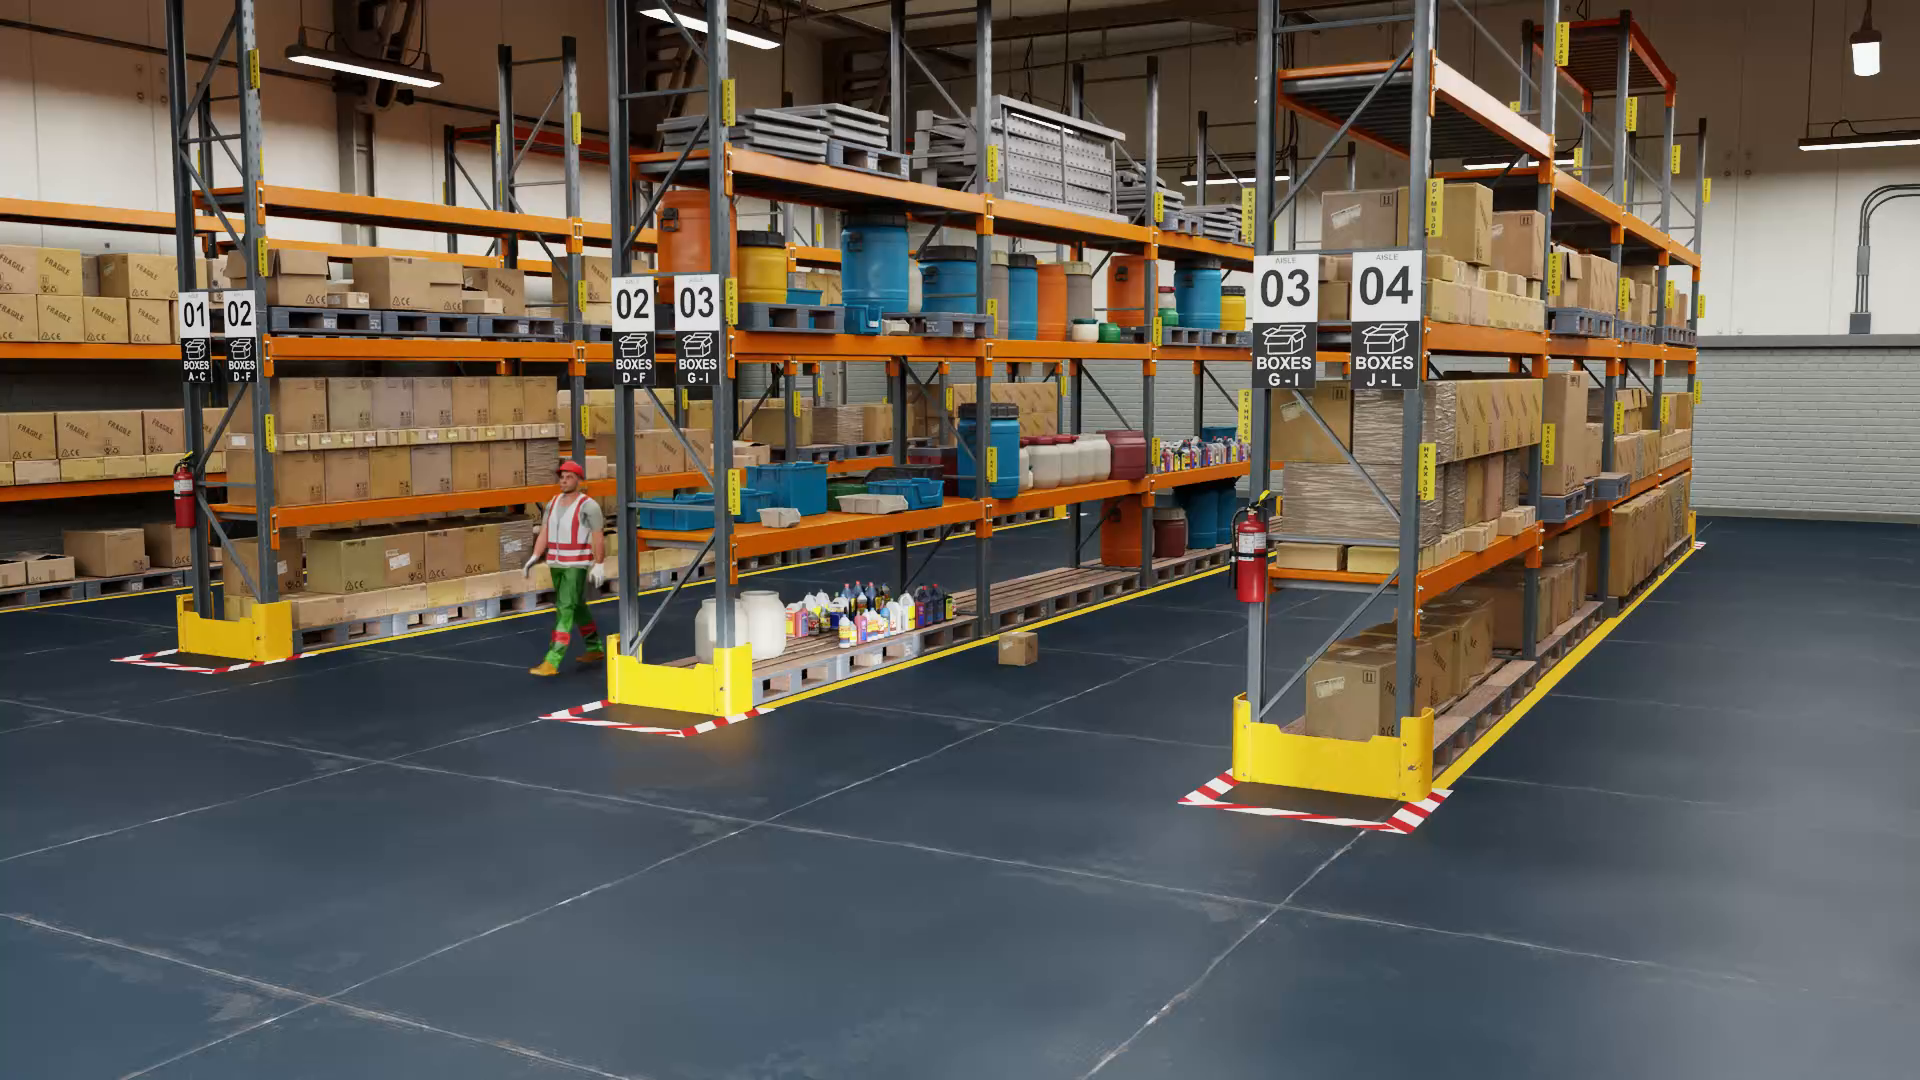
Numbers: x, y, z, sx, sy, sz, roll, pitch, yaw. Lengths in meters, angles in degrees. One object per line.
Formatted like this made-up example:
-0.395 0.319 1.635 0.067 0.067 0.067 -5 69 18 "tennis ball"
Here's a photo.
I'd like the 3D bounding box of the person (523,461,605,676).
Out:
-3.302 0.213 13.745 0.528 1.728 1.017 3 7 31 "person"
